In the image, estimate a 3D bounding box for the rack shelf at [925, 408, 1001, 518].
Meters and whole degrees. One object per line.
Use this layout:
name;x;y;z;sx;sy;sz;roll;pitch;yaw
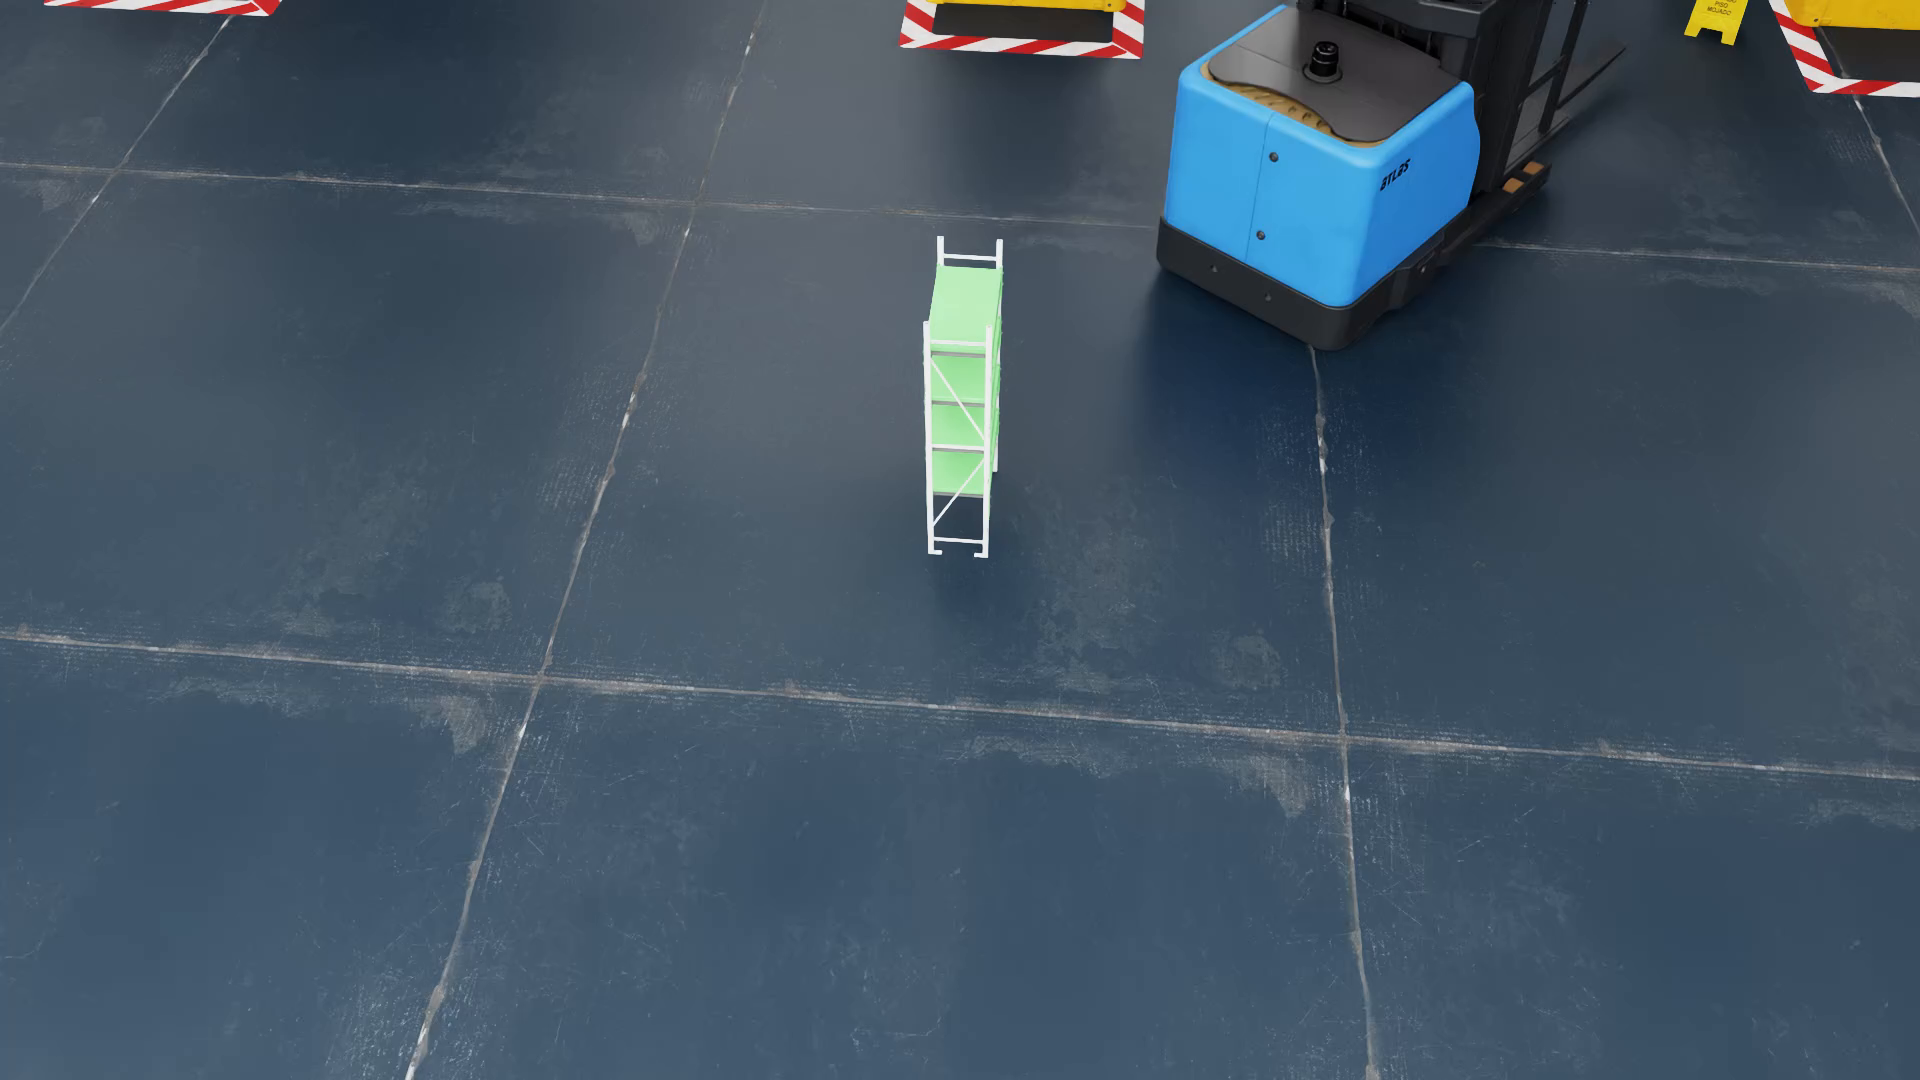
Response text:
rack shelf;0.015;-0.321;6.643;0.258;0.148;0.480;4;48;4

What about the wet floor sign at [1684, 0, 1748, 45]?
wet floor sign;4.239;-3.093;9.141;0.267;0.644;0.232;19;50;17

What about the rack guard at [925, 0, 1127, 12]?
rack guard;0.381;-3.352;9.477;1.175;0.500;0.348;4;48;4

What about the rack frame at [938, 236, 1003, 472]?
rack frame;0.037;-0.706;6.583;0.240;1.200;0.015;4;48;4

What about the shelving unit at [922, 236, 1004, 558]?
shelving unit;0.015;-0.527;6.419;0.258;1.200;0.503;4;48;4

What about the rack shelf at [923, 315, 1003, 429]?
rack shelf;0.015;-0.645;6.289;0.258;0.148;0.480;4;48;4

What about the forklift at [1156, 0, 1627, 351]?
forklift;2.294;-2.838;7.359;1.130;2.935;3.031;34;56;27

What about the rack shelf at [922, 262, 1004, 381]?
rack shelf;0.015;-0.807;6.111;0.258;0.148;0.480;4;48;4

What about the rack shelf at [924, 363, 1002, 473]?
rack shelf;0.015;-0.483;6.466;0.258;0.148;0.480;4;48;4

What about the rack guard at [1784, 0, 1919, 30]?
rack guard;5.328;-3.167;9.308;1.175;0.500;0.348;4;48;4

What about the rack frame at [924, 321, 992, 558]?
rack frame;-0.007;-0.347;6.255;0.240;1.200;0.015;4;48;4
